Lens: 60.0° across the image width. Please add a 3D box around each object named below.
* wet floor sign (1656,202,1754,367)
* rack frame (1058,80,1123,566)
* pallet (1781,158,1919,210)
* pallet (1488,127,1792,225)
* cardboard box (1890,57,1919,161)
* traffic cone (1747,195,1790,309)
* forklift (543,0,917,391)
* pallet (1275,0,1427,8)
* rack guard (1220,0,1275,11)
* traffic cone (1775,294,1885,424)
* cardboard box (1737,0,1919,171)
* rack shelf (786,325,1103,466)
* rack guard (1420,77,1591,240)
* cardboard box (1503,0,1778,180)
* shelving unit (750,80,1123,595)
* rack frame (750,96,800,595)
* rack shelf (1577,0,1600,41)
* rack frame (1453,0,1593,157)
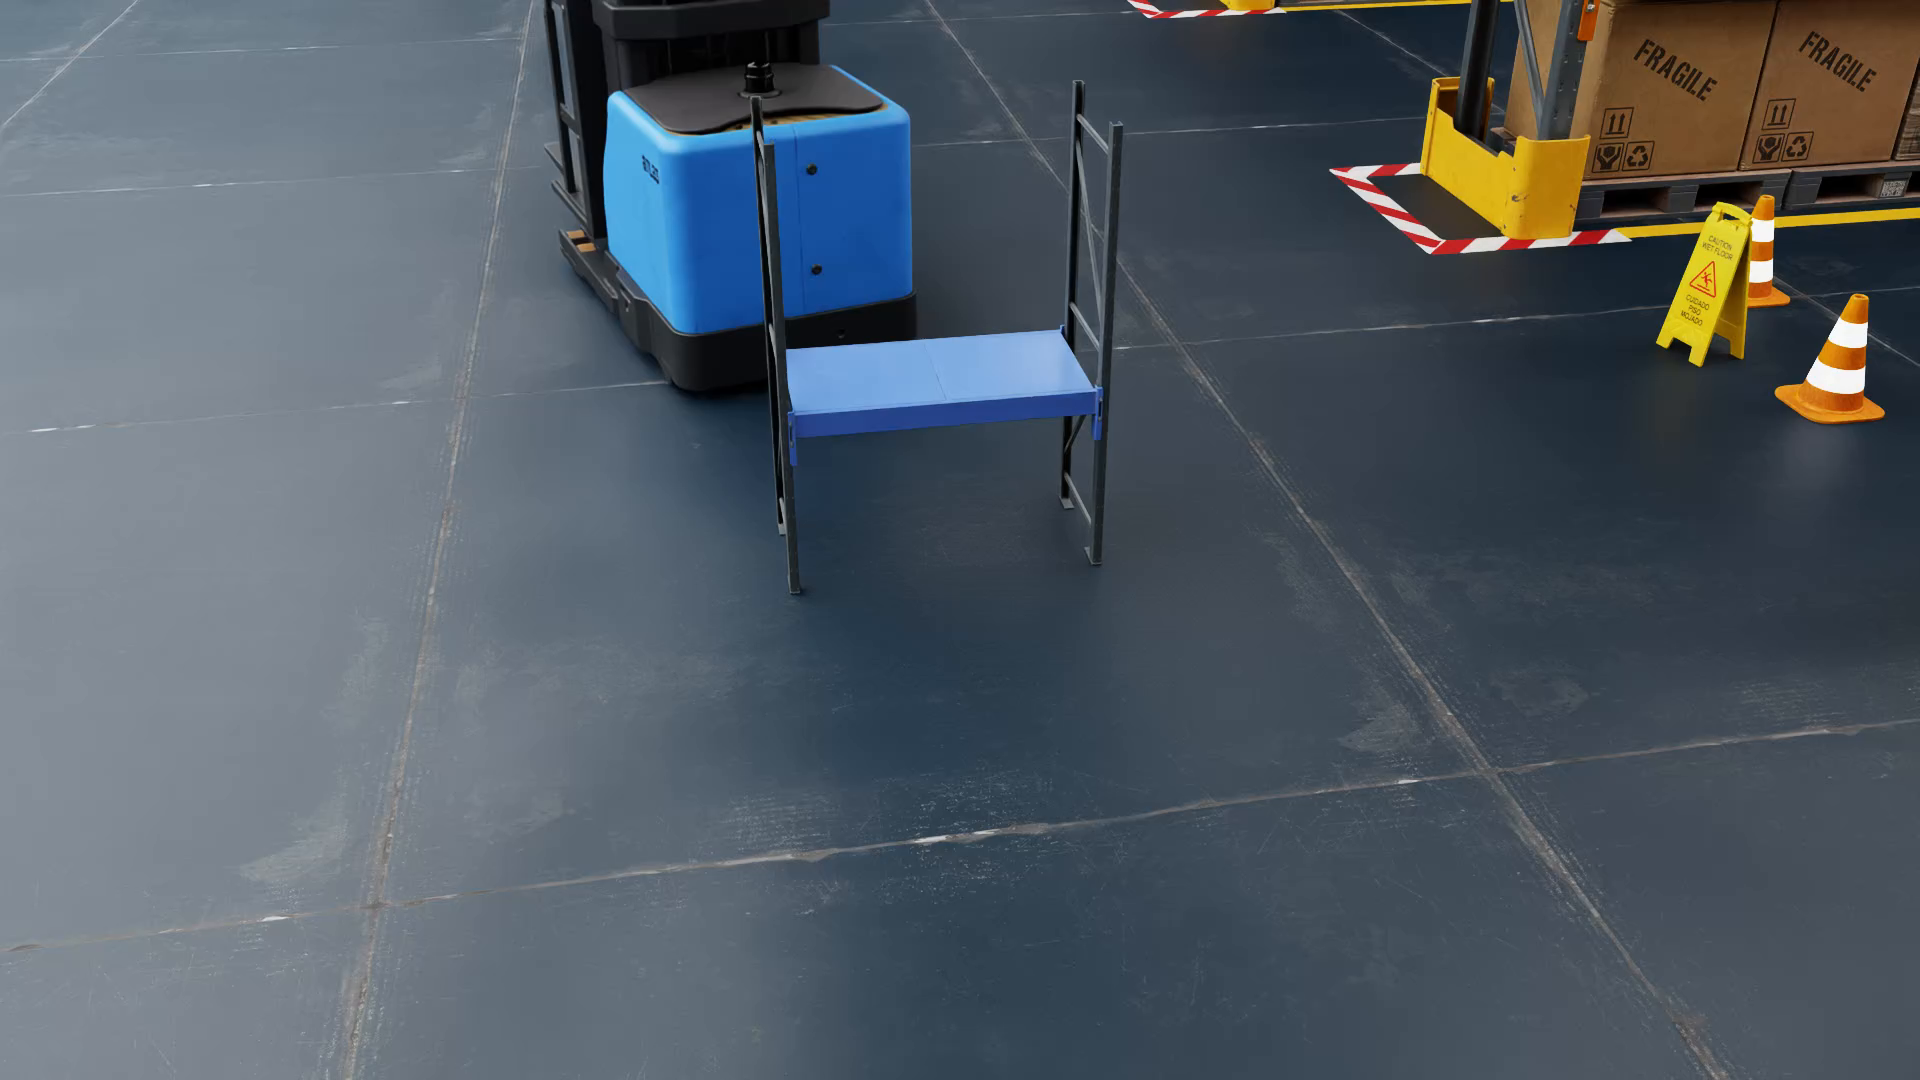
[{"bbox_3d":[3.167,-1.086,6.961,0.232,0.644,0.267,-11,32,-17],"label":"wet floor sign"},{"bbox_3d":[0.416,-0.685,5.436,0.032,1.500,0.500,-5,31,-9],"label":"rack frame"},{"bbox_3d":[4.809,-2.111,9.131,1.213,0.211,1.003,-5,31,-9],"label":"pallet"},{"bbox_3d":[3.612,-2.001,8.945,1.213,0.211,1.003,-5,31,-9],"label":"pallet"},{"bbox_3d":[5.257,-2.615,8.919,0.875,0.875,0.875,-5,31,-9],"label":"cardboard box"},{"bbox_3d":[3.617,-1.338,7.569,0.334,0.463,0.336,-5,31,-9],"label":"traffic cone"},{"bbox_3d":[-1.272,-2.583,7.251,1.130,2.935,3.031,-14,33,-22],"label":"forklift"},{"bbox_3d":[2.926,-4.435,13.084,1.213,0.211,1.003,-5,31,-9],"label":"pallet"},{"bbox_3d":[2.120,-4.503,12.914,0.348,0.500,1.175,-5,31,-9],"label":"rack guard"},{"bbox_3d":[3.487,-0.744,6.558,0.334,0.463,0.336,-5,31,-9],"label":"traffic cone"},{"bbox_3d":[4.360,-2.532,8.779,0.875,0.875,0.875,-6,31,-10],"label":"cardboard box"},{"bbox_3d":[-0.084,-0.484,5.448,1.000,0.185,0.538,-5,31,-9],"label":"rack shelf"},{"bbox_3d":[2.816,-2.011,8.677,0.348,0.500,1.175,-5,31,-9],"label":"rack guard"},{"bbox_3d":[3.494,-2.451,8.641,0.875,0.875,0.875,-5,31,-9],"label":"cardboard box"},{"bbox_3d":[-0.084,-0.639,5.357,1.048,1.500,0.538,-5,31,-9],"label":"shelving unit"},{"bbox_3d":[-0.584,-0.592,5.278,0.032,1.500,0.500,-5,31,-9],"label":"rack frame"},{"bbox_3d":[4.807,-2.963,8.540,4.000,0.370,1.077,-5,31,-9],"label":"rack shelf"},{"bbox_3d":[2.839,-3.091,8.047,0.127,3.000,1.000,-5,31,-9],"label":"rack frame"}]
